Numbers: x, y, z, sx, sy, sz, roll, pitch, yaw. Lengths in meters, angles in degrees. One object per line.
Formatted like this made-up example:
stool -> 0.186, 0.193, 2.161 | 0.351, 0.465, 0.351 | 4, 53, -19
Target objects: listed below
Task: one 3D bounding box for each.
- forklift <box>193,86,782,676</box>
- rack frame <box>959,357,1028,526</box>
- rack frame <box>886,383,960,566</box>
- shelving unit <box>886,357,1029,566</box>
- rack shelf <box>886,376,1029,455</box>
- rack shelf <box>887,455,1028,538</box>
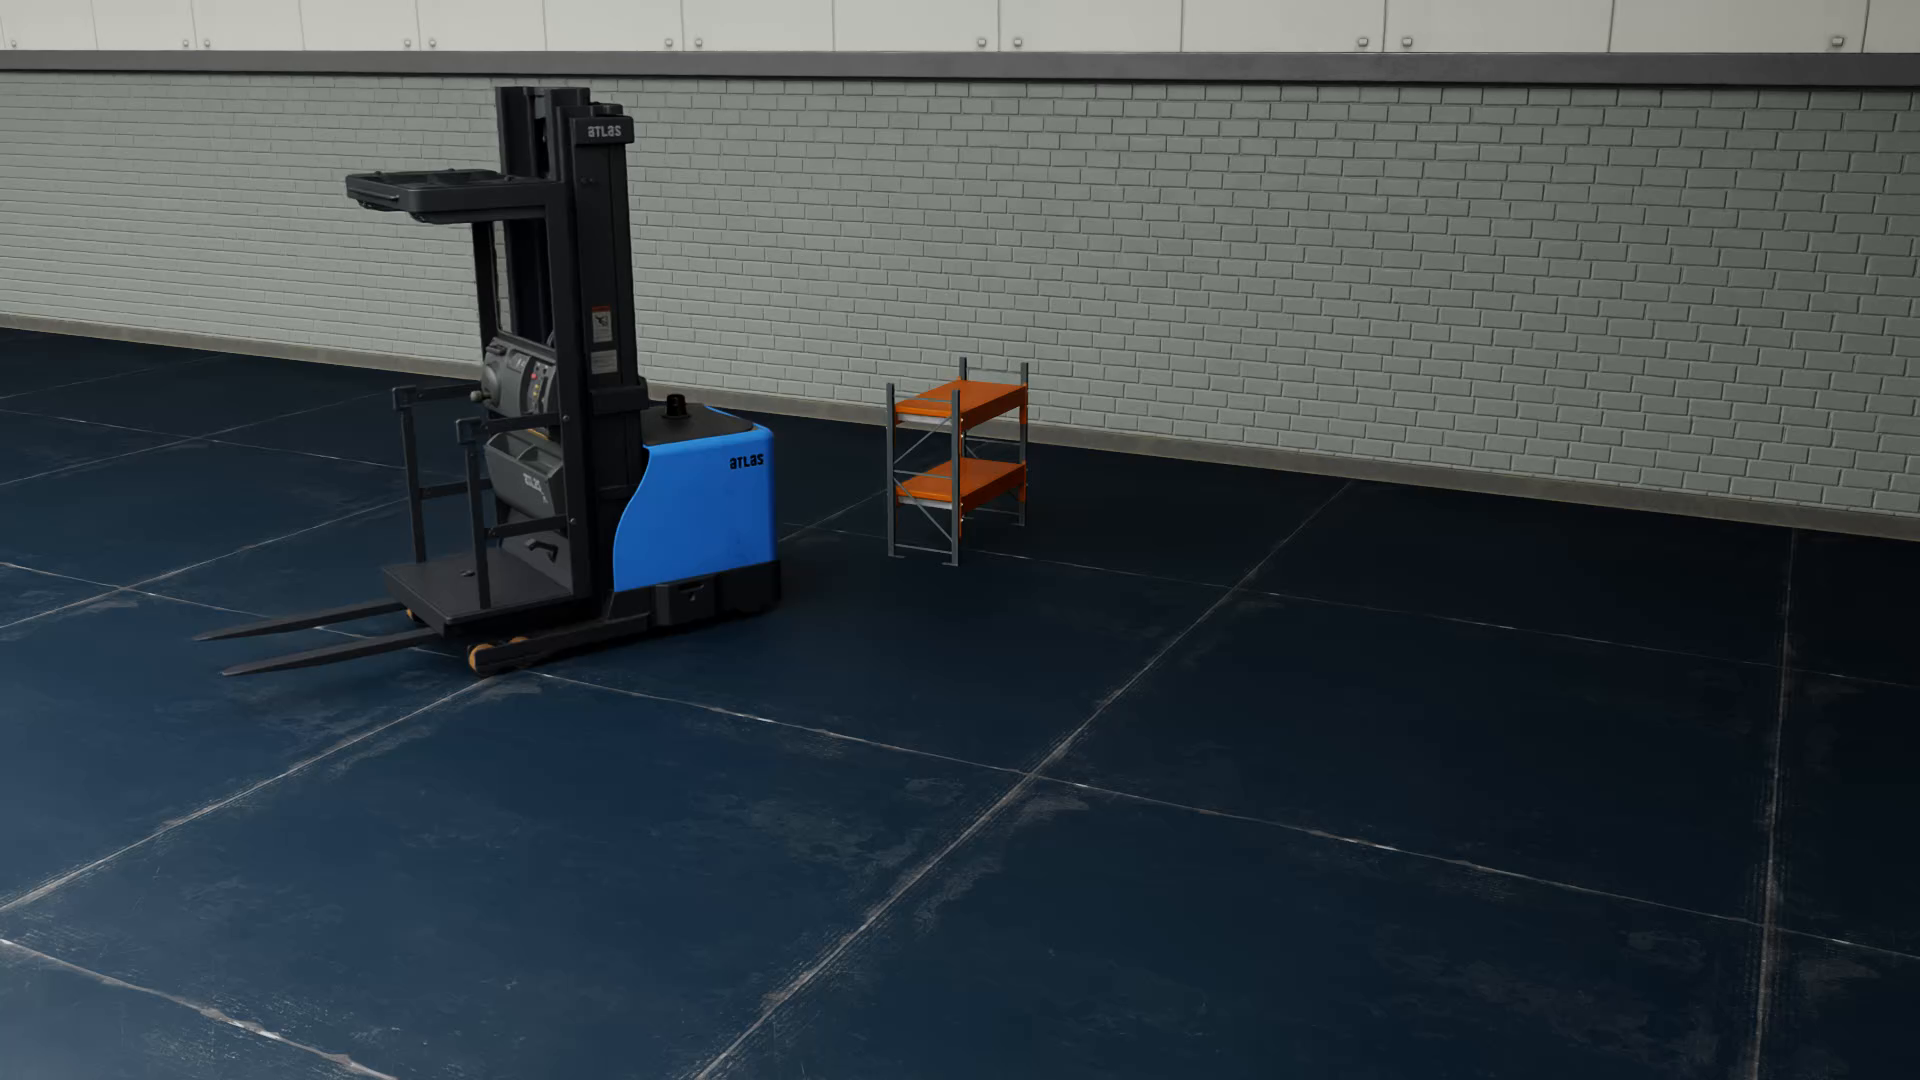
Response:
forklift -> -2.528, -0.867, 8.796 | 3.031, 2.935, 1.130 | -12, 20, -34
rack frame -> 0.224, -0.667, 11.294 | 0.500, 1.125, 0.032 | 8, 18, 25
rack frame -> -0.230, -0.408, 10.422 | 0.500, 1.125, 0.032 | 8, 18, 25
shelving unit -> -0.003, -0.538, 10.858 | 0.538, 1.125, 1.048 | 8, 18, 25
rack shelf -> -0.003, -0.818, 10.775 | 0.538, 0.278, 1.000 | 8, 18, 25
rack shelf -> -0.003, -0.303, 10.928 | 0.538, 0.278, 1.000 | 8, 18, 25
